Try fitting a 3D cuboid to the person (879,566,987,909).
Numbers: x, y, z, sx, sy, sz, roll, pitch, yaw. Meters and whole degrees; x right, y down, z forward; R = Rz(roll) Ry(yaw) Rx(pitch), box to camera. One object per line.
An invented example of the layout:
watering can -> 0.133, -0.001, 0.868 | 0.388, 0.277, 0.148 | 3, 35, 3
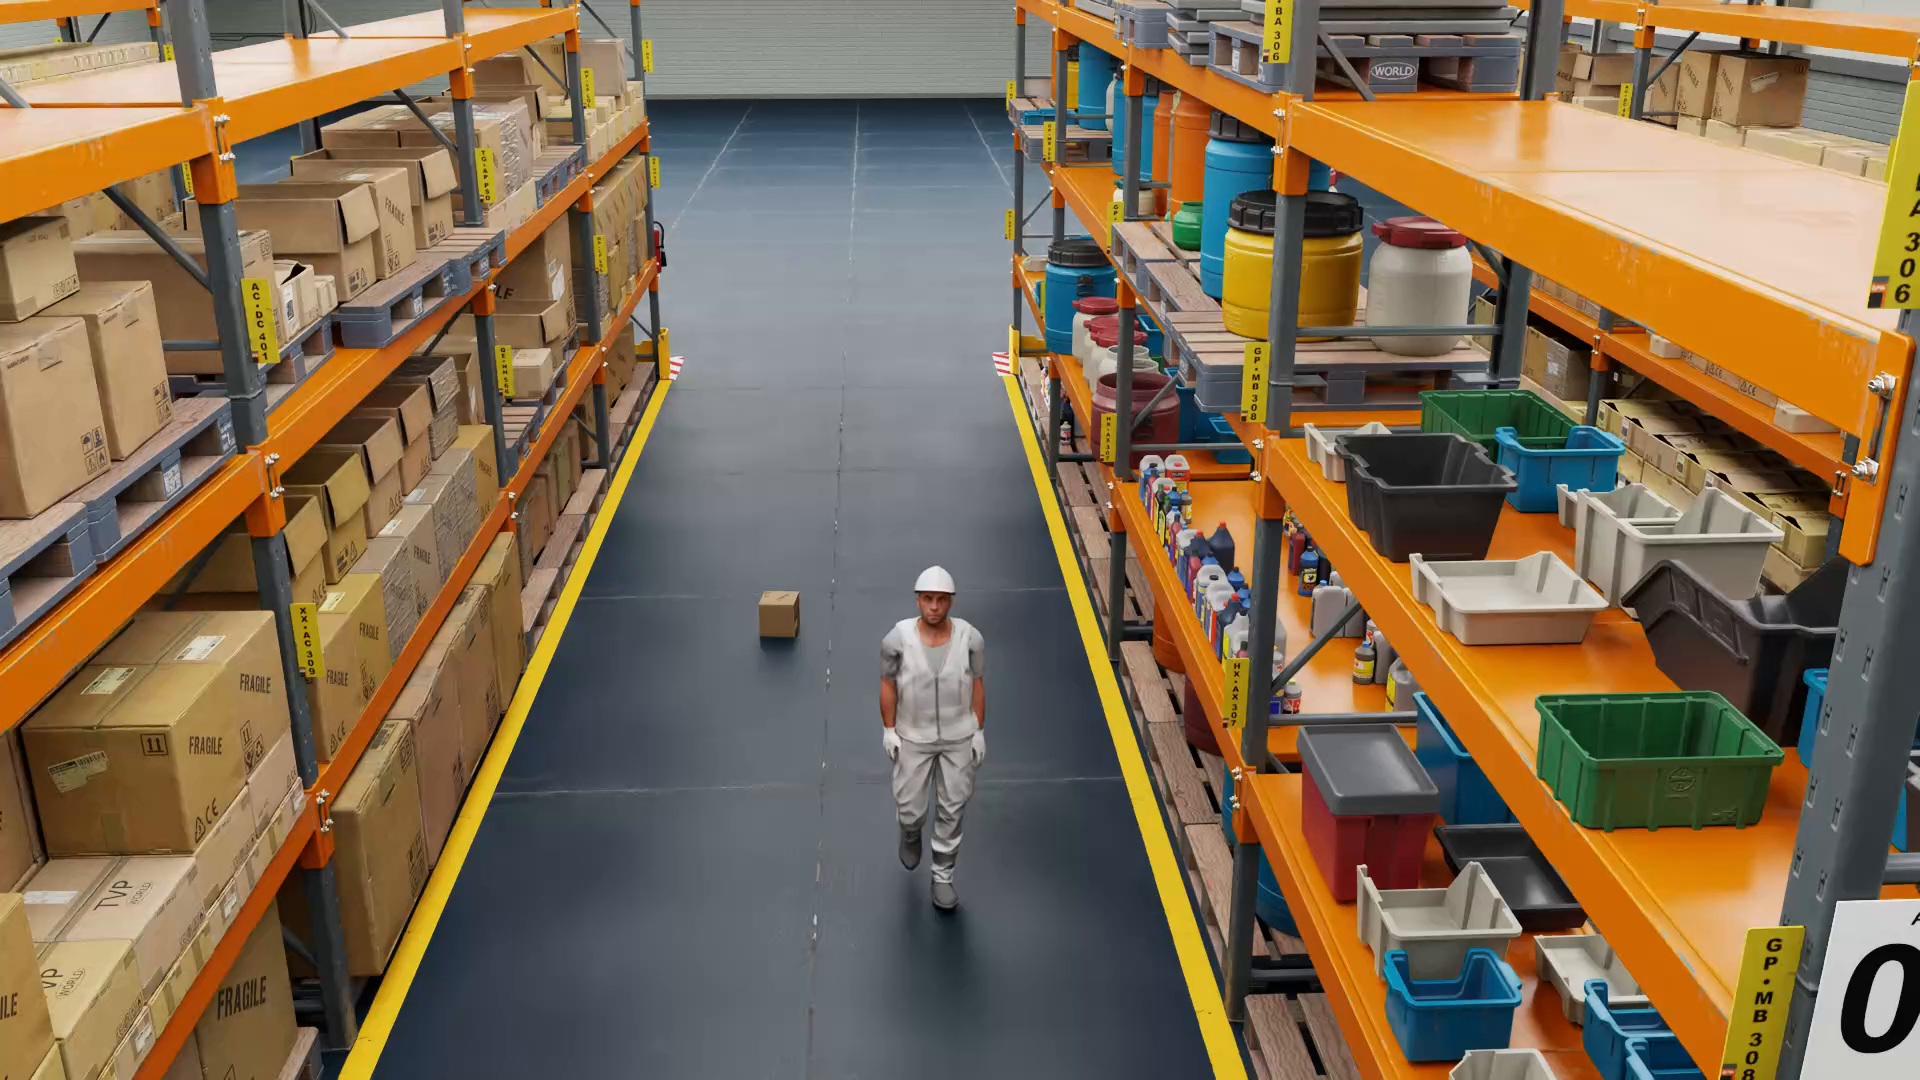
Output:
person -> -0.134, 0.970, 8.351 | 0.529, 1.779, 0.544 | -3, 20, -7
